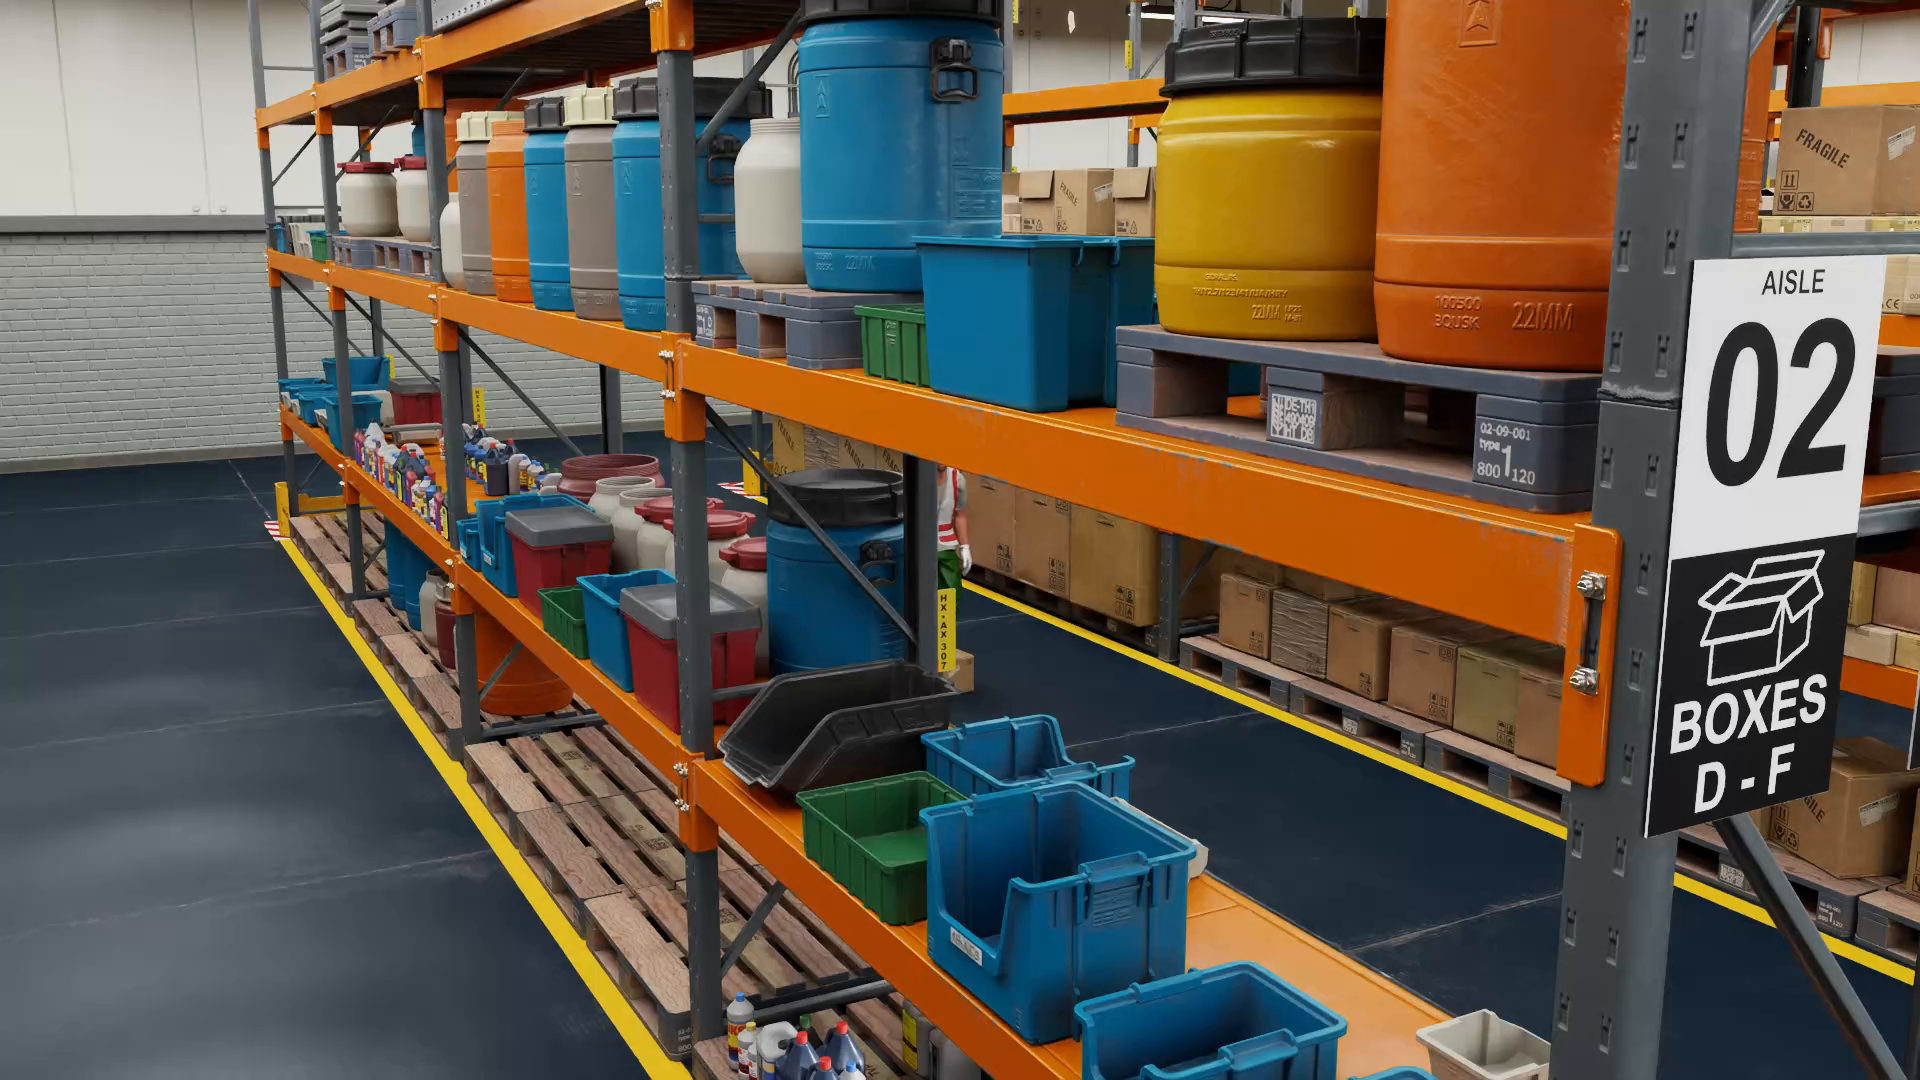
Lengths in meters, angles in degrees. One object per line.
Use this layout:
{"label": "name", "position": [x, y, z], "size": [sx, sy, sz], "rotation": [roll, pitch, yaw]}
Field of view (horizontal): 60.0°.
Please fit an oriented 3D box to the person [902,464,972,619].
{"label": "person", "position": [-0.190, 0.110, 11.375], "size": [0.604, 1.778, 0.453], "rotation": [-6, 13, -28]}
